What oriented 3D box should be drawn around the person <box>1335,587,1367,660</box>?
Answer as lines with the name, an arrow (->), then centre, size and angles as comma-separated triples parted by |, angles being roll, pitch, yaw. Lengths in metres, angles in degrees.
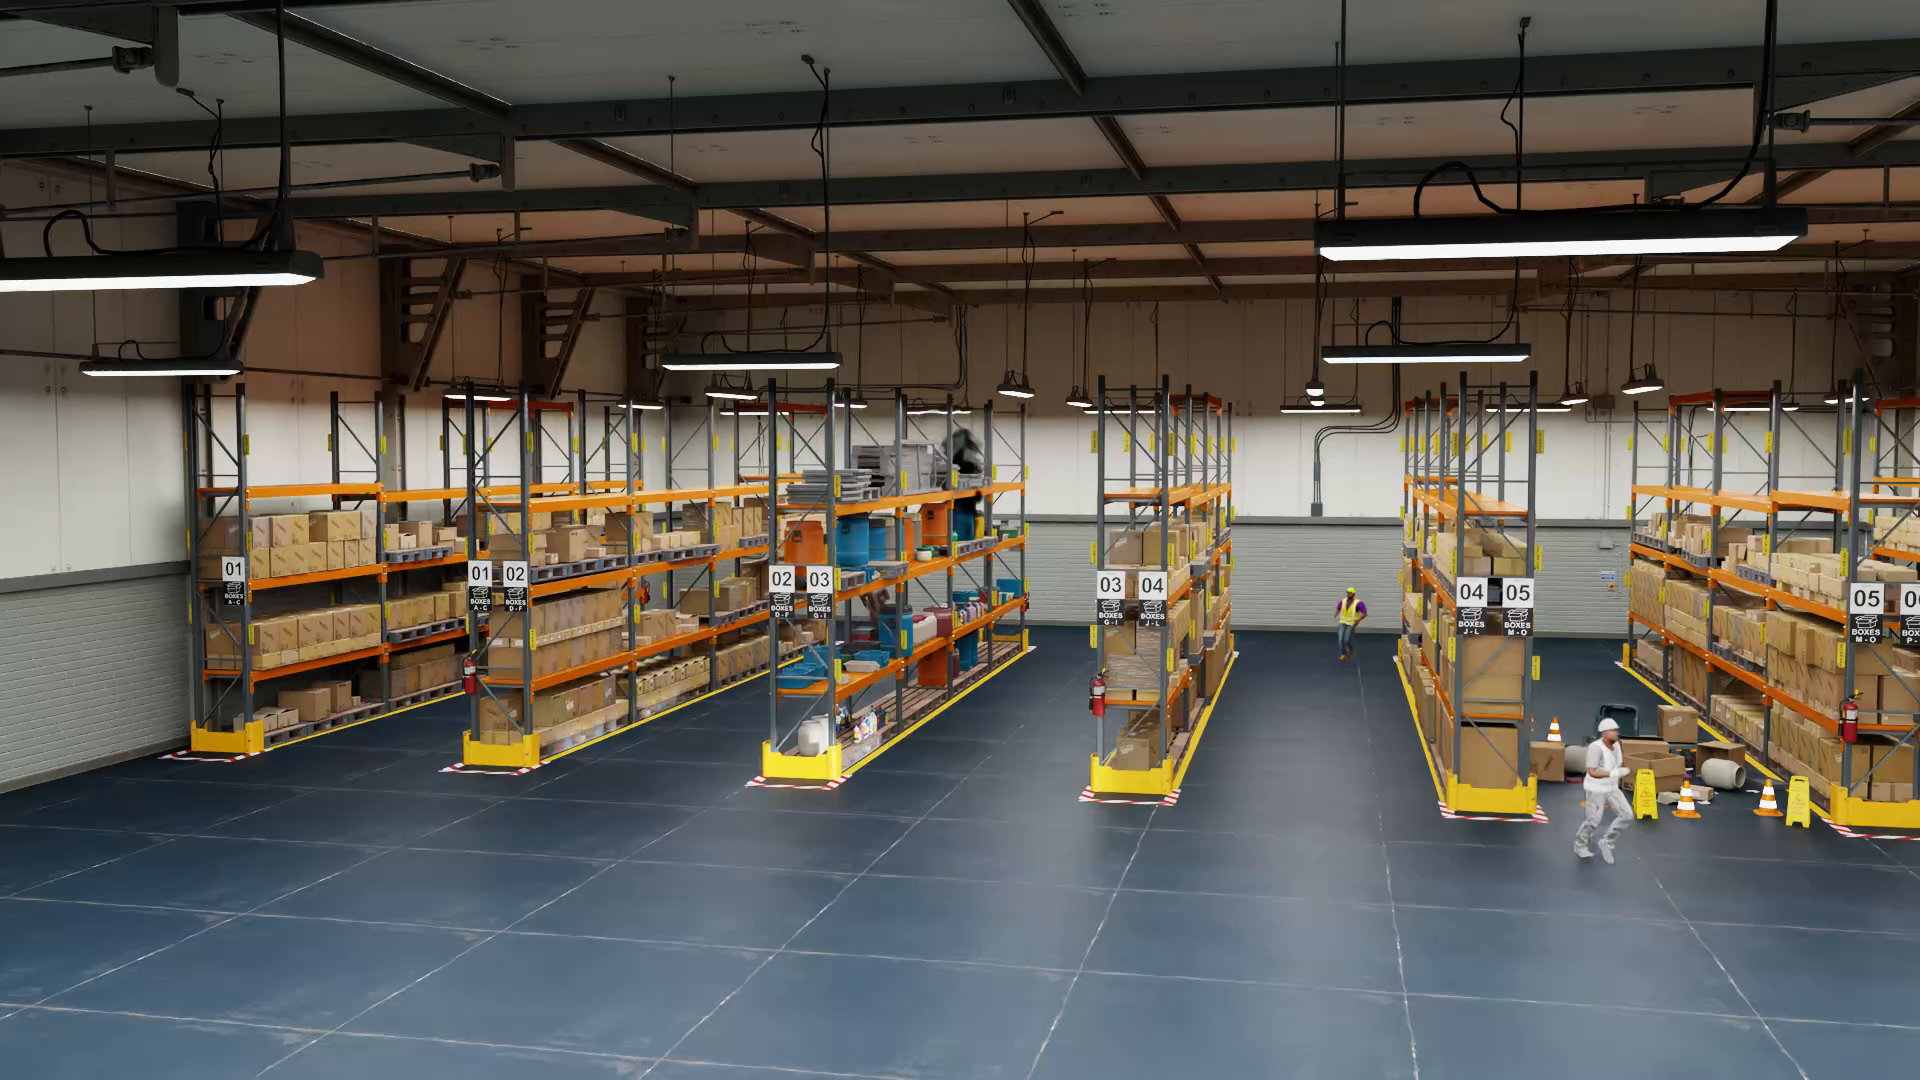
person -> 8.996, 1.947, 38.475 | 0.720, 1.706, 0.610 | 3, 4, 40

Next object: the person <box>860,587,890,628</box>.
person -> -2.074, 1.793, 40.921 | 0.709, 1.805, 0.839 | -1, 3, -13

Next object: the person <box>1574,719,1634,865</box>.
person -> 7.657, 2.978, 19.759 | 0.718, 1.752, 0.813 | -2, 4, -32
